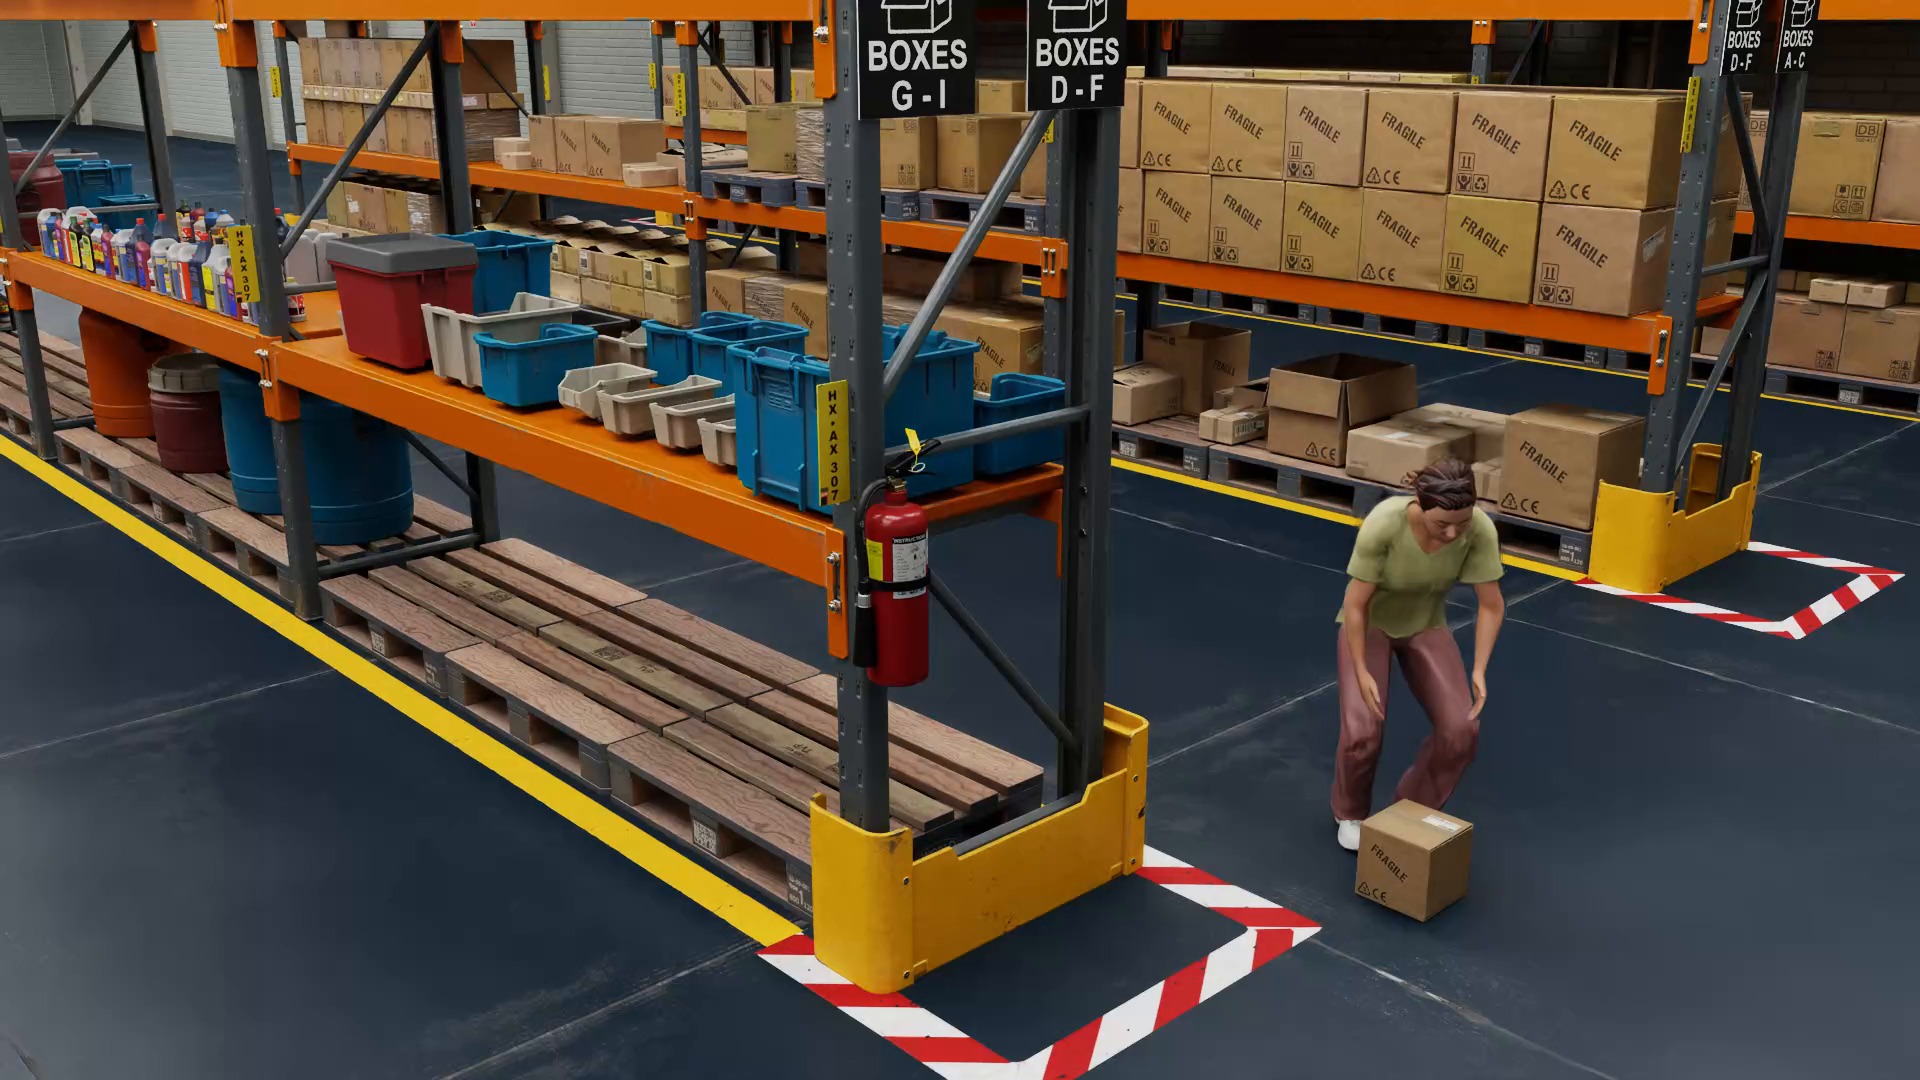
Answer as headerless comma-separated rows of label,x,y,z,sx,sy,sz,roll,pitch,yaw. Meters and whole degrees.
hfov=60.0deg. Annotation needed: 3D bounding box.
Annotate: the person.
person,1.476,0.358,5.399,0.509,1.388,0.634,1,17,2
